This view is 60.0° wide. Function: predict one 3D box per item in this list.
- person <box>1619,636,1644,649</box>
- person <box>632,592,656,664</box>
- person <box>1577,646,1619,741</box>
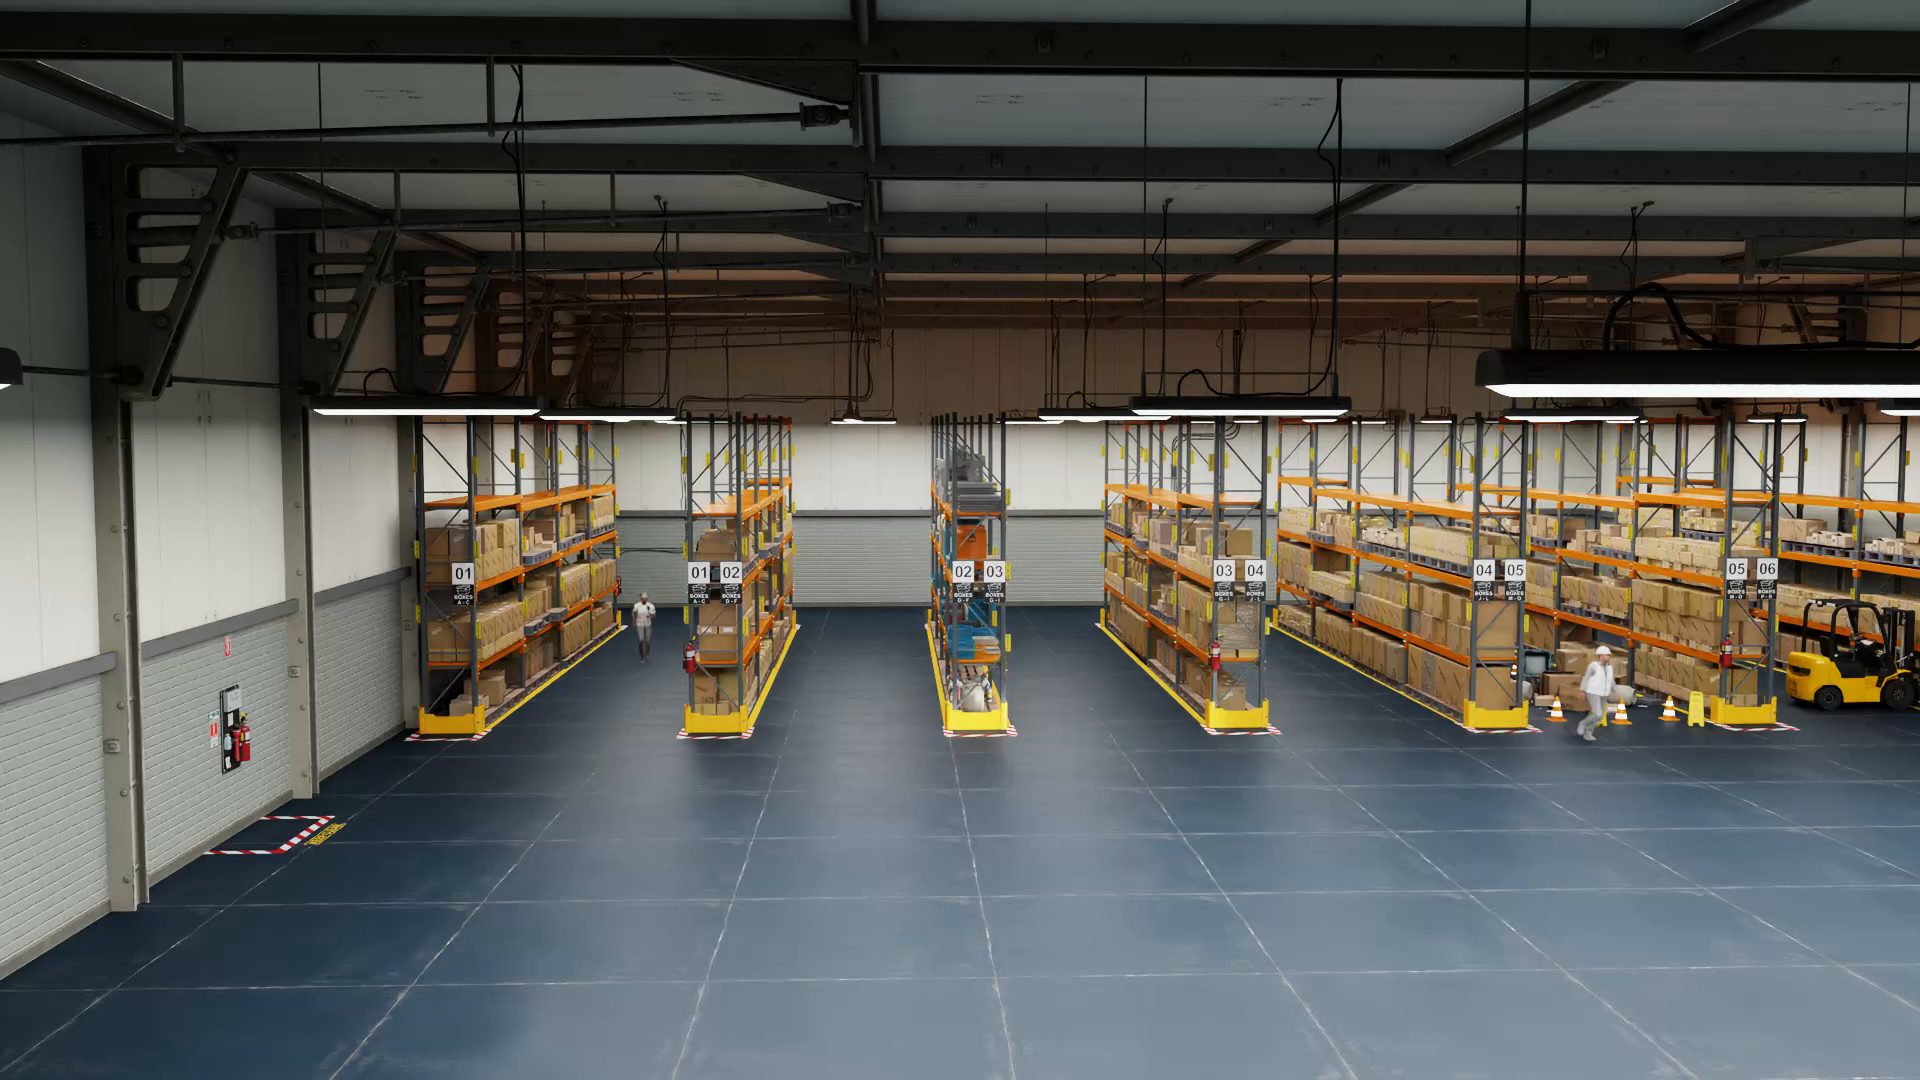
[{"bbox_3d":[17.176,1.984,42.528,0.607,1.665,0.870,-1,4,-12],"label":"person"},{"bbox_3d":[-7.673,2.129,40.425,0.560,1.750,0.832,-1,4,-13],"label":"person"},{"bbox_3d":[11.612,2.796,30.276,0.646,1.750,0.565,-2,4,-26],"label":"person"}]
